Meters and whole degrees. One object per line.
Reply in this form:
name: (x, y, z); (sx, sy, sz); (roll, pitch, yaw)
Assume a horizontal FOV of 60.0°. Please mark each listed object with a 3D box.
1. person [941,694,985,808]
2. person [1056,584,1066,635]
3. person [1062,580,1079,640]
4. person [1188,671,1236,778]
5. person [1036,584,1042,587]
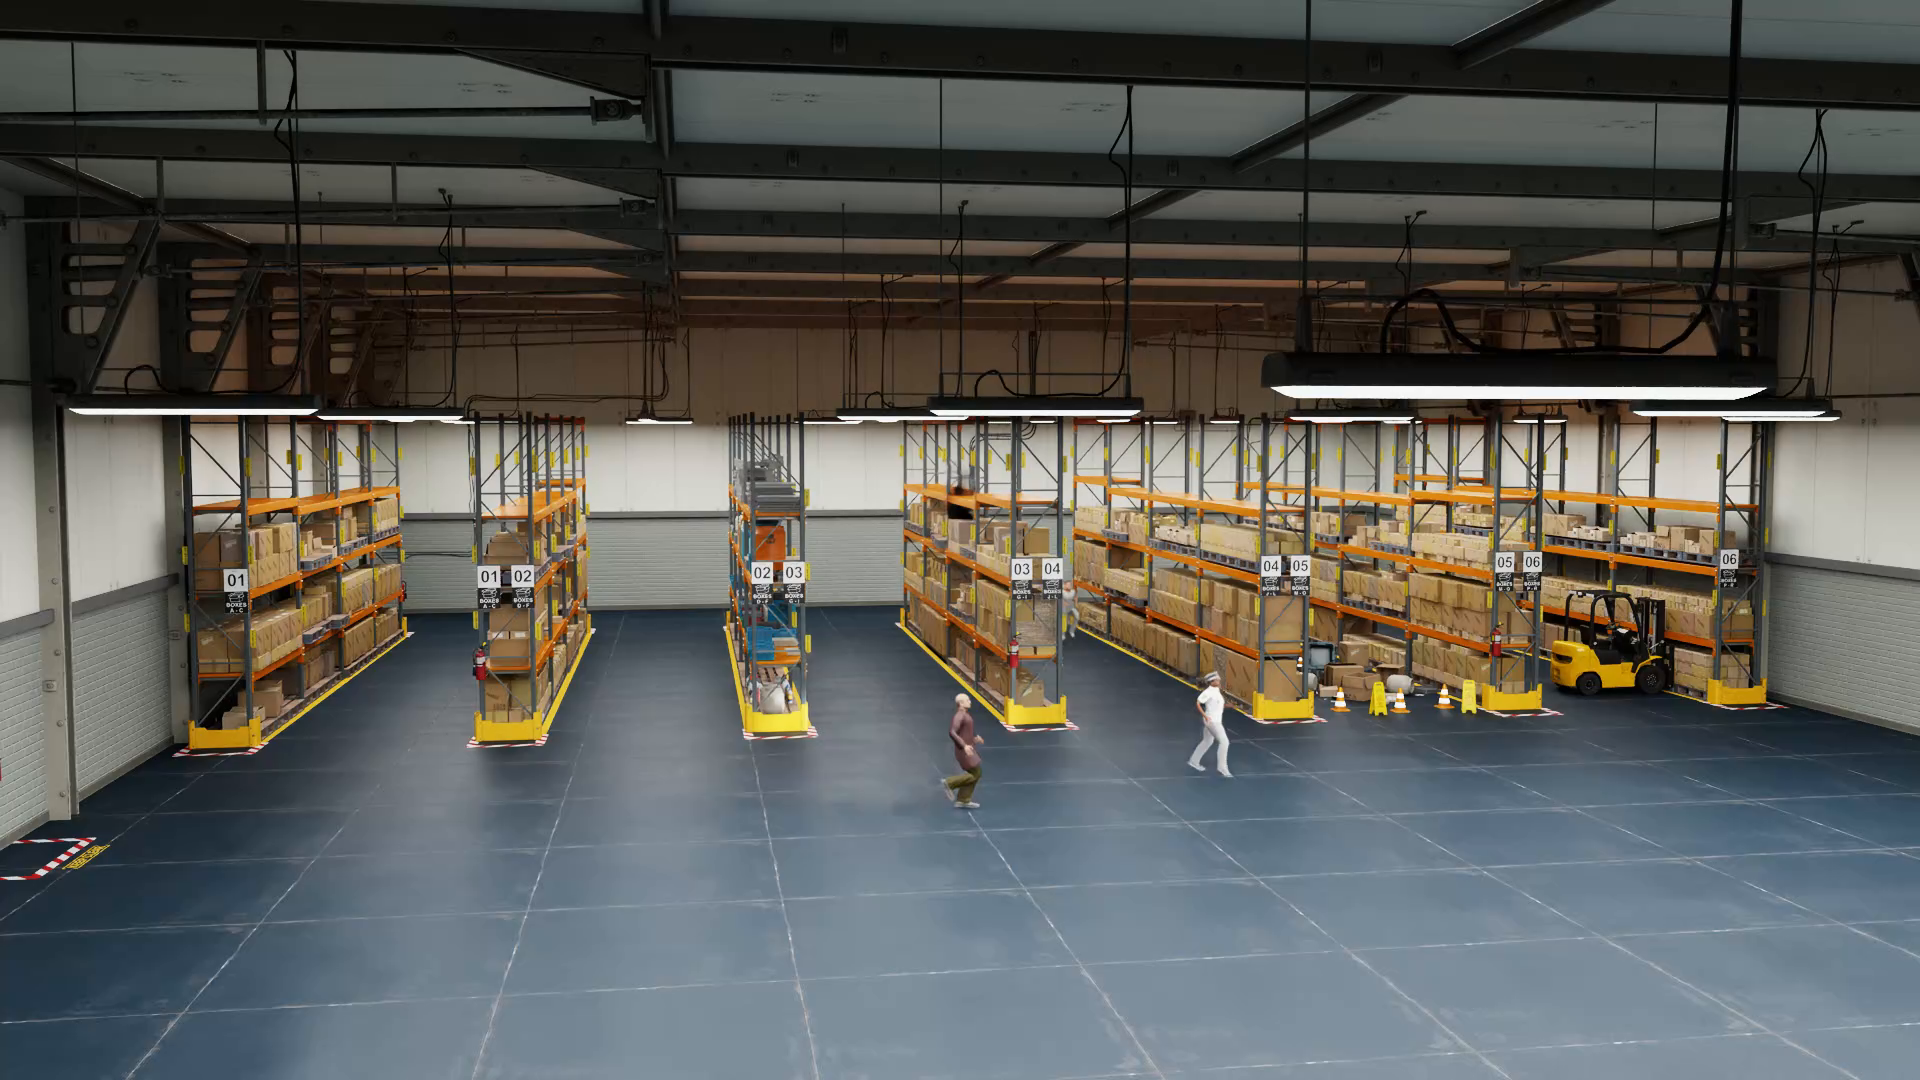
person: (0.046, 3.165, 24.950); (0.637, 1.733, 0.710); (0, 4, 6)
person: (2.658, 1.794, 45.181); (0.706, 1.753, 0.782); (-1, 4, -9)
person: (2.852, 1.862, 43.829); (0.578, 1.601, 0.954); (-1, 4, -10)
person: (4.131, 3.019, 27.303); (0.777, 1.756, 0.547); (1, 4, 12)
person: (2.240, 1.756, 46.919); (0.671, 1.588, 0.602); (0, 4, -4)
